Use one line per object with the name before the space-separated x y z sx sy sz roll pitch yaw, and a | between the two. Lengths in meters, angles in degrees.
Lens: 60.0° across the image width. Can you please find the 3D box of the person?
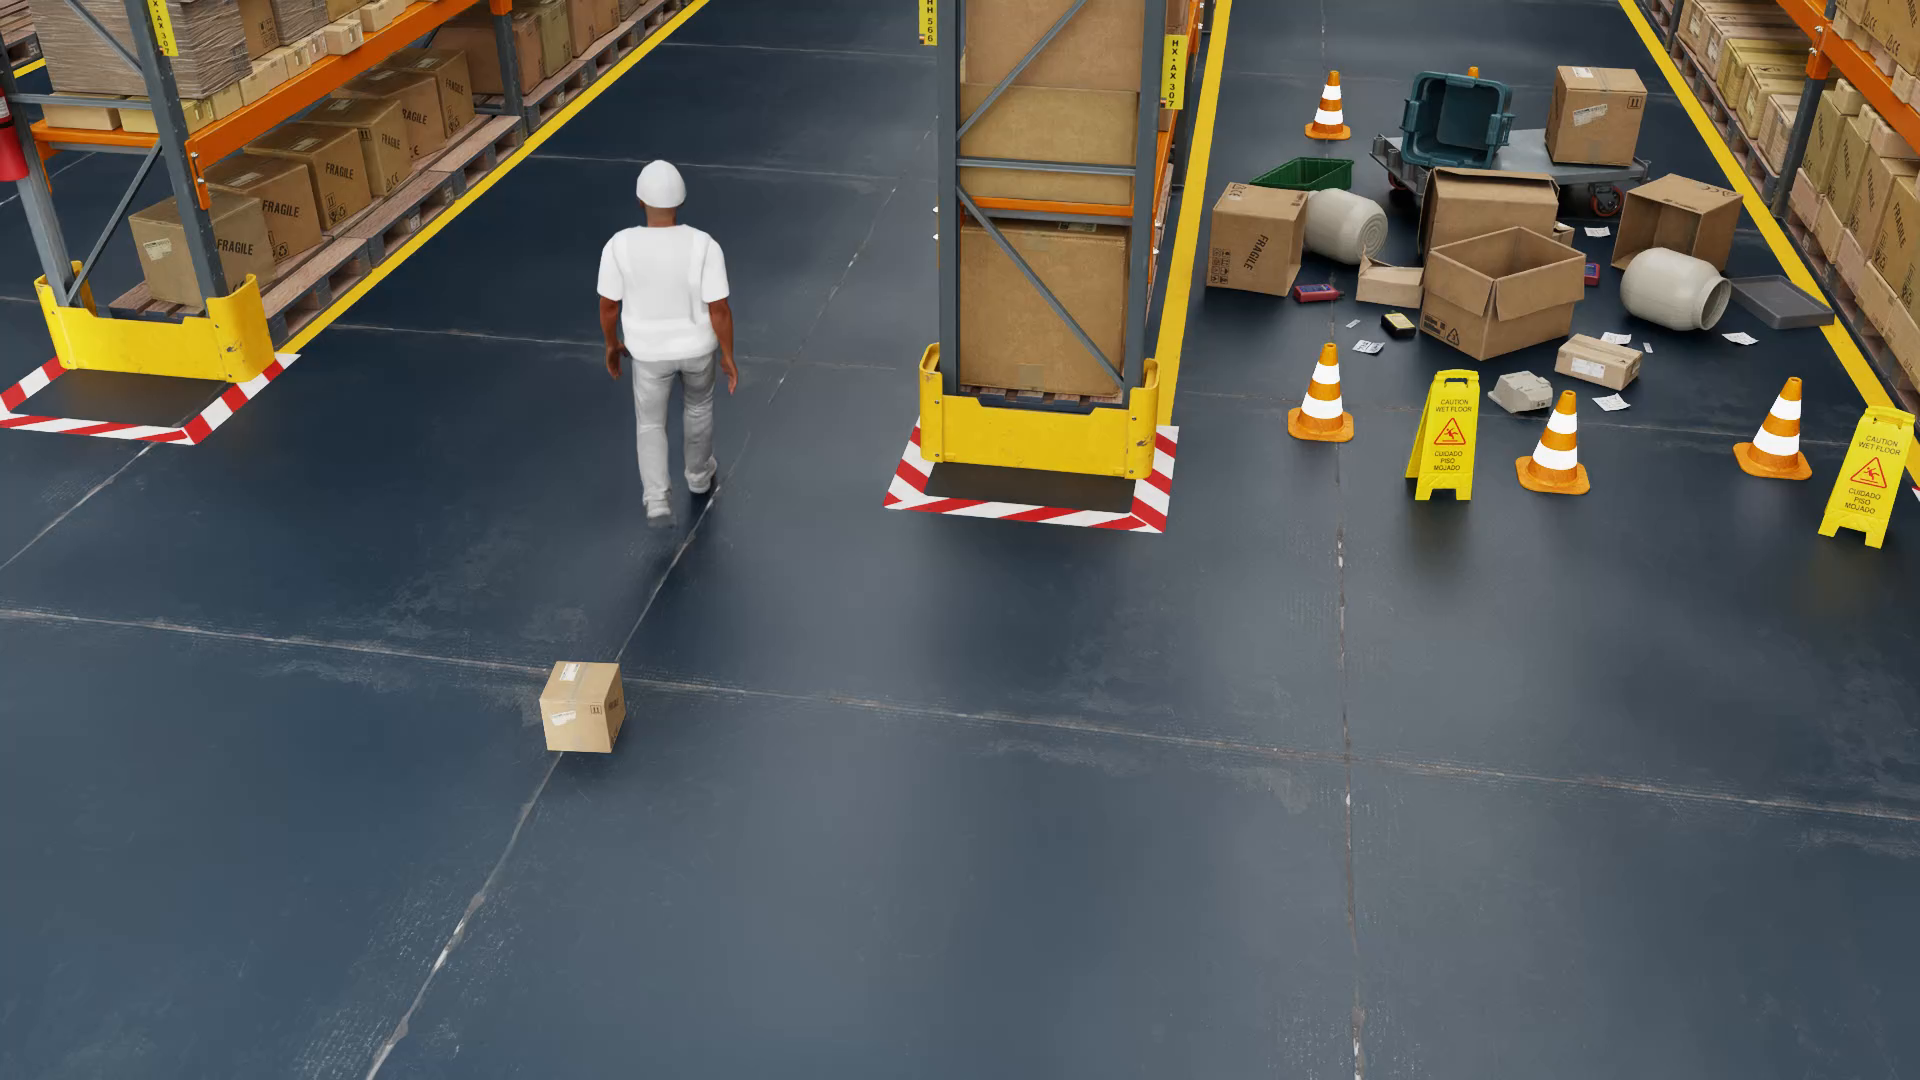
person | -1.308 -0.871 7.494 0.591 1.732 0.906 -5 33 -7
